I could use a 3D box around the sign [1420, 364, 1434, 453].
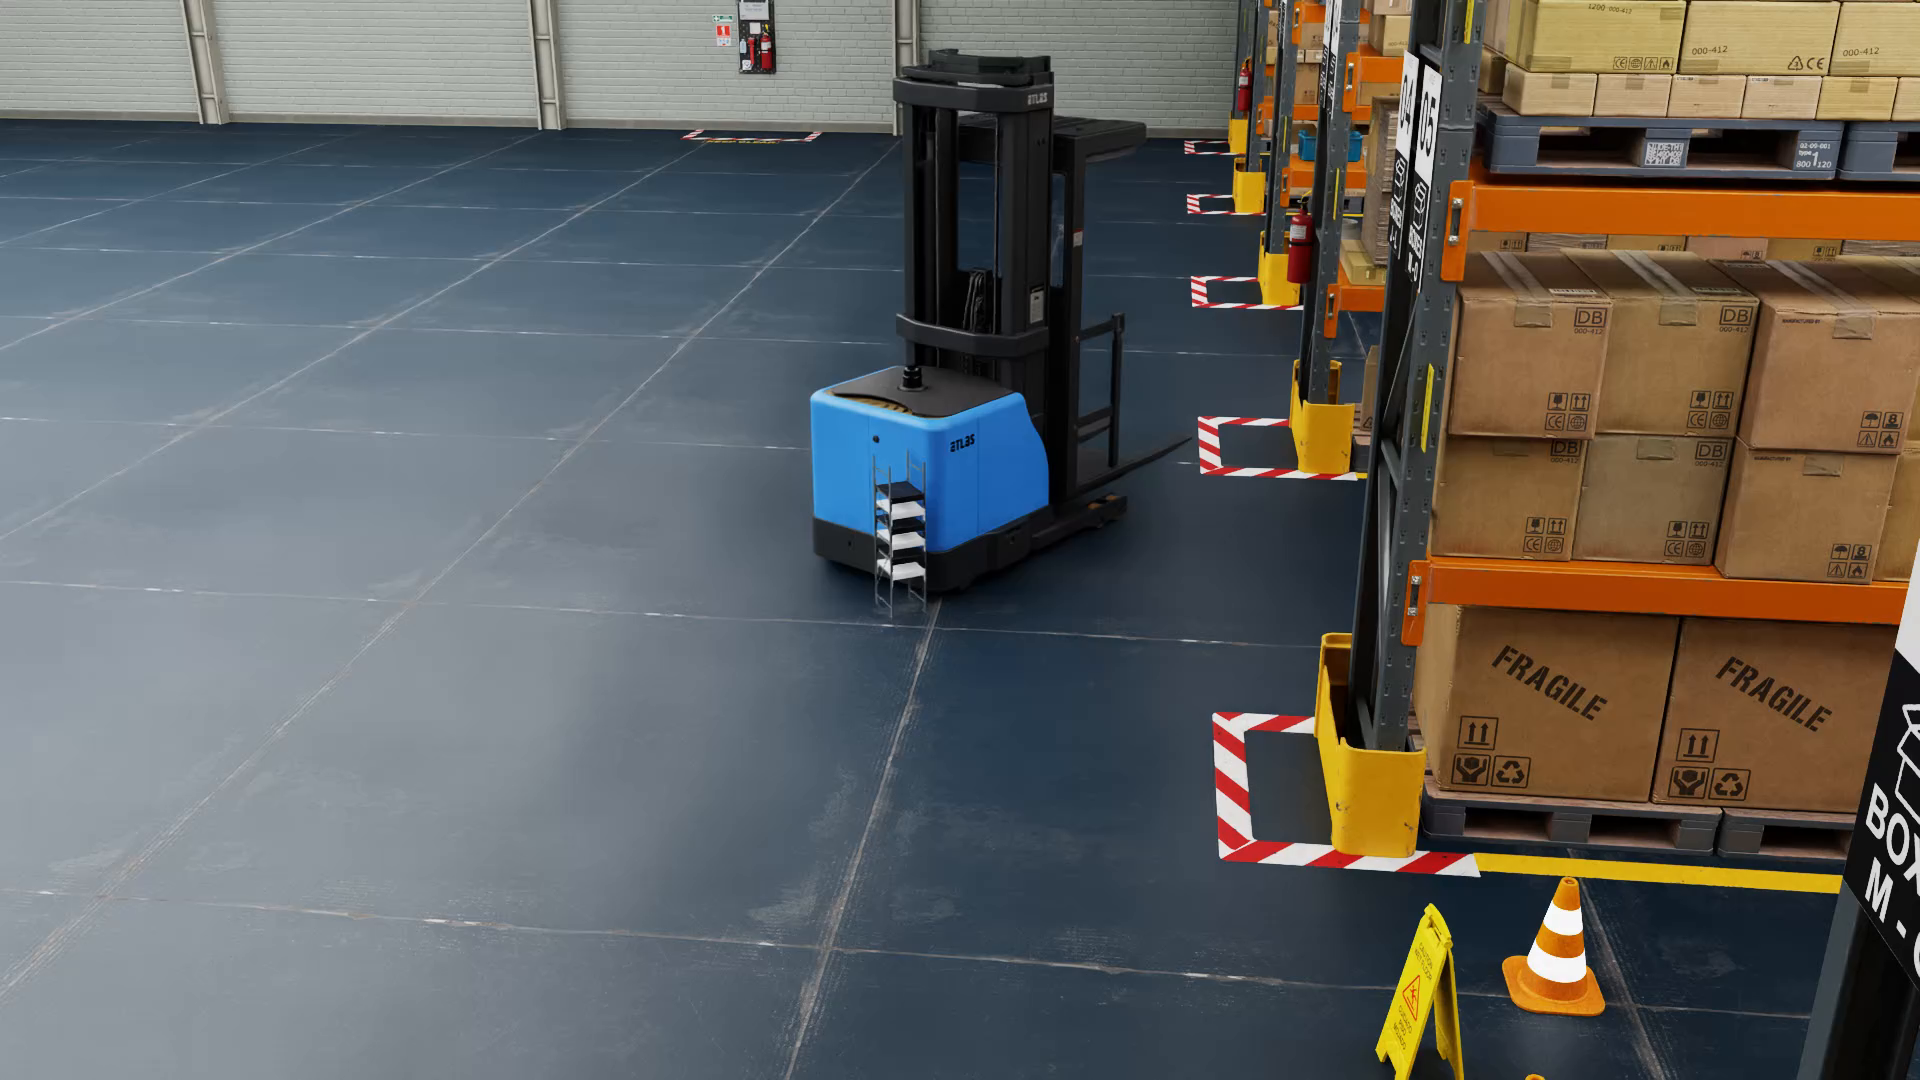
[{"bbox_3d":[1.783,-0.503,6.347,0.005,0.325,0.100,2,22,6],"label":"sign"}]

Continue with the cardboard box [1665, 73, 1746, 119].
[{"bbox_3d":[2.658,-1.632,6.043,0.250,0.149,0.380,3,22,6],"label":"cardboard box"}]

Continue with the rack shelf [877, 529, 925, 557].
[{"bbox_3d":[-0.337,0.003,9.299,0.200,0.077,0.258,-10,24,-23],"label":"rack shelf"}]

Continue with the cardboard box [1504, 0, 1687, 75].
[{"bbox_3d":[2.303,-1.856,6.068,0.500,0.250,0.500,2,22,6],"label":"cardboard box"}]

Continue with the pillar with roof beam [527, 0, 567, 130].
[{"bbox_3d":[-7.340,-9.521,22.282,0.400,9.000,9.100,2,22,6],"label":"pillar with roof beam"}]

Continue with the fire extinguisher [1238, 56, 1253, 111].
[{"bbox_3d":[3.645,-5.828,21.206,0.183,0.674,0.296,2,22,6],"label":"fire extinguisher"}]

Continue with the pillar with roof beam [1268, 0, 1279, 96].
[{"bbox_3d":[4.577,-9.001,20.968,0.400,9.000,9.100,2,22,6],"label":"pillar with roof beam"}]

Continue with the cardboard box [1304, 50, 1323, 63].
[{"bbox_3d":[4.334,-5.931,20.344,0.250,0.149,0.380,2,22,5],"label":"cardboard box"}]

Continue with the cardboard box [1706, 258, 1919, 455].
[{"bbox_3d":[3.315,-0.744,6.568,0.550,0.550,0.875,2,22,6],"label":"cardboard box"}]

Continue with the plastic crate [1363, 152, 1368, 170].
[{"bbox_3d":[3.972,-3.602,15.829,0.250,0.136,0.298,2,22,6],"label":"plastic crate"}]

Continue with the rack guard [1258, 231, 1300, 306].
[{"bbox_3d":[3.202,-2.732,16.670,0.348,0.500,1.175,2,22,6],"label":"rack guard"}]

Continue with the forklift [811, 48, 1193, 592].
[{"bbox_3d":[0.429,-1.537,10.341,1.130,2.935,3.031,17,27,36],"label":"forklift"}]

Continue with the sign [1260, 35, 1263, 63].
[{"bbox_3d":[3.636,-5.926,20.064,0.005,0.325,0.100,2,22,6],"label":"sign"}]

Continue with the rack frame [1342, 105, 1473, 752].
[{"bbox_3d":[1.854,-0.266,7.032,0.127,3.000,1.000,2,22,6],"label":"rack frame"}]

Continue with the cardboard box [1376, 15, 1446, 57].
[{"bbox_3d":[2.986,-3.282,10.786,0.500,0.250,0.500,3,22,8],"label":"cardboard box"}]

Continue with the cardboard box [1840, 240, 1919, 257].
[{"bbox_3d":[6.070,-2.126,11.197,0.500,0.500,0.875,2,22,6],"label":"cardboard box"}]

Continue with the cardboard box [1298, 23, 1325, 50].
[{"bbox_3d":[4.222,-6.312,20.424,0.500,0.500,0.700,3,22,6],"label":"cardboard box"}]

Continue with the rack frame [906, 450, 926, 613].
[{"bbox_3d":[-0.245,-0.044,9.328,0.006,0.900,0.240,-10,24,-23],"label":"rack frame"}]

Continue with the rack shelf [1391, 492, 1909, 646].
[{"bbox_3d":[3.840,0.155,6.946,4.000,0.370,1.077,2,22,6],"label":"rack shelf"}]

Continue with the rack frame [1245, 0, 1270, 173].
[{"bbox_3d":[3.707,-5.689,20.750,0.127,3.000,1.000,2,22,6],"label":"rack frame"}]

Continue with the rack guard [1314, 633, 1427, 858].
[{"bbox_3d":[1.830,0.896,7.494,0.348,0.500,1.175,2,22,6],"label":"rack guard"}]

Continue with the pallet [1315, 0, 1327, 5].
[{"bbox_3d":[3.931,-5.116,15.478,1.213,0.211,1.003,2,22,6],"label":"pallet"}]

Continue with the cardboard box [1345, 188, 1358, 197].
[{"bbox_3d":[4.711,-4.481,20.863,0.500,0.250,0.500,2,22,6],"label":"cardboard box"}]

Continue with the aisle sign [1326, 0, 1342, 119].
[{"bbox_3d":[2.441,-3.174,10.853,0.004,0.787,0.394,2,22,6],"label":"aisle sign"}]

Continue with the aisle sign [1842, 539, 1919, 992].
[{"bbox_3d":[1.344,0.228,2.246,0.004,0.787,0.394,2,22,6],"label":"aisle sign"}]

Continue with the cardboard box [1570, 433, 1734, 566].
[{"bbox_3d":[2.776,-0.320,6.966,0.550,0.550,0.875,2,22,6],"label":"cardboard box"}]

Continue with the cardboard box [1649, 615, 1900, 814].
[{"bbox_3d":[3.409,0.570,7.238,0.875,0.875,0.875,2,22,5],"label":"cardboard box"}]

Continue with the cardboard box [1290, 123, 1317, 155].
[{"bbox_3d":[4.275,-5.040,21.256,0.500,0.500,0.500,2,22,6],"label":"cardboard box"}]

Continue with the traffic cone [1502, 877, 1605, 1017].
[{"bbox_3d":[2.214,1.455,6.129,0.334,0.463,0.336,2,22,6],"label":"traffic cone"}]

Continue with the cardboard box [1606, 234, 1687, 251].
[{"bbox_3d":[4.578,-2.182,11.339,0.500,0.500,0.875,2,22,6],"label":"cardboard box"}]

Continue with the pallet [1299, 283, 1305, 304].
[{"bbox_3d":[4.008,-2.561,16.630,1.213,0.211,1.003,2,22,6],"label":"pallet"}]

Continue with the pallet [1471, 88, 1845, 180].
[{"bbox_3d":[2.592,-1.591,6.425,1.213,0.211,1.003,2,22,6],"label":"pallet"}]

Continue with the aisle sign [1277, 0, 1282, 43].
[{"bbox_3d":[3.084,-5.201,15.980,0.004,0.787,0.394,2,22,6],"label":"aisle sign"}]

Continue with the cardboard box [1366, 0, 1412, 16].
[{"bbox_3d":[2.784,-3.487,10.761,0.250,0.149,0.380,2,22,6],"label":"cardboard box"}]

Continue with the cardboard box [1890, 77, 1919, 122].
[{"bbox_3d":[3.410,-1.599,5.960,0.250,0.149,0.380,2,22,6],"label":"cardboard box"}]

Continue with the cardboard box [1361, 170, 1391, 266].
[{"bbox_3d":[3.081,-2.223,11.443,0.500,0.500,0.875,2,22,6],"label":"cardboard box"}]

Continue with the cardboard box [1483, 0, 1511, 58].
[{"bbox_3d":[2.373,-2.052,6.562,0.500,0.250,0.500,3,22,7],"label":"cardboard box"}]

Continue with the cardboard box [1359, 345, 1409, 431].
[{"bbox_3d":[3.156,-1.072,11.900,0.500,0.500,0.500,7,23,16],"label":"cardboard box"}]

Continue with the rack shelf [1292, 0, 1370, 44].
[{"bbox_3d":[5.107,-4.854,15.538,4.000,0.370,1.077,2,22,6],"label":"rack shelf"}]

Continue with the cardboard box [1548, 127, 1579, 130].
[{"bbox_3d":[4.044,-2.553,10.918,0.500,0.500,0.500,2,22,6],"label":"cardboard box"}]

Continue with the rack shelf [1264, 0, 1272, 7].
[{"bbox_3d":[5.694,-6.663,20.112,4.000,0.370,1.077,2,22,6],"label":"rack shelf"}]

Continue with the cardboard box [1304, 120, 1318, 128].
[{"bbox_3d":[5.529,-6.364,25.517,0.500,0.311,0.500,4,22,11],"label":"cardboard box"}]

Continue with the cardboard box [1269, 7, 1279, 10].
[{"bbox_3d":[4.780,-7.843,25.356,0.500,0.500,0.500,2,22,6],"label":"cardboard box"}]

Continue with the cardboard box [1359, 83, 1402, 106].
[{"bbox_3d":[5.184,-5.666,20.556,0.500,0.500,0.700,3,22,7],"label":"cardboard box"}]

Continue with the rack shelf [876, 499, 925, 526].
[{"bbox_3d":[-0.337,-0.165,9.233,0.200,0.077,0.258,-10,24,-23],"label":"rack shelf"}]

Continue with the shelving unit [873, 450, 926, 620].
[{"bbox_3d":[-0.337,-0.028,9.287,0.210,0.900,0.258,-10,24,-23],"label":"shelving unit"}]
